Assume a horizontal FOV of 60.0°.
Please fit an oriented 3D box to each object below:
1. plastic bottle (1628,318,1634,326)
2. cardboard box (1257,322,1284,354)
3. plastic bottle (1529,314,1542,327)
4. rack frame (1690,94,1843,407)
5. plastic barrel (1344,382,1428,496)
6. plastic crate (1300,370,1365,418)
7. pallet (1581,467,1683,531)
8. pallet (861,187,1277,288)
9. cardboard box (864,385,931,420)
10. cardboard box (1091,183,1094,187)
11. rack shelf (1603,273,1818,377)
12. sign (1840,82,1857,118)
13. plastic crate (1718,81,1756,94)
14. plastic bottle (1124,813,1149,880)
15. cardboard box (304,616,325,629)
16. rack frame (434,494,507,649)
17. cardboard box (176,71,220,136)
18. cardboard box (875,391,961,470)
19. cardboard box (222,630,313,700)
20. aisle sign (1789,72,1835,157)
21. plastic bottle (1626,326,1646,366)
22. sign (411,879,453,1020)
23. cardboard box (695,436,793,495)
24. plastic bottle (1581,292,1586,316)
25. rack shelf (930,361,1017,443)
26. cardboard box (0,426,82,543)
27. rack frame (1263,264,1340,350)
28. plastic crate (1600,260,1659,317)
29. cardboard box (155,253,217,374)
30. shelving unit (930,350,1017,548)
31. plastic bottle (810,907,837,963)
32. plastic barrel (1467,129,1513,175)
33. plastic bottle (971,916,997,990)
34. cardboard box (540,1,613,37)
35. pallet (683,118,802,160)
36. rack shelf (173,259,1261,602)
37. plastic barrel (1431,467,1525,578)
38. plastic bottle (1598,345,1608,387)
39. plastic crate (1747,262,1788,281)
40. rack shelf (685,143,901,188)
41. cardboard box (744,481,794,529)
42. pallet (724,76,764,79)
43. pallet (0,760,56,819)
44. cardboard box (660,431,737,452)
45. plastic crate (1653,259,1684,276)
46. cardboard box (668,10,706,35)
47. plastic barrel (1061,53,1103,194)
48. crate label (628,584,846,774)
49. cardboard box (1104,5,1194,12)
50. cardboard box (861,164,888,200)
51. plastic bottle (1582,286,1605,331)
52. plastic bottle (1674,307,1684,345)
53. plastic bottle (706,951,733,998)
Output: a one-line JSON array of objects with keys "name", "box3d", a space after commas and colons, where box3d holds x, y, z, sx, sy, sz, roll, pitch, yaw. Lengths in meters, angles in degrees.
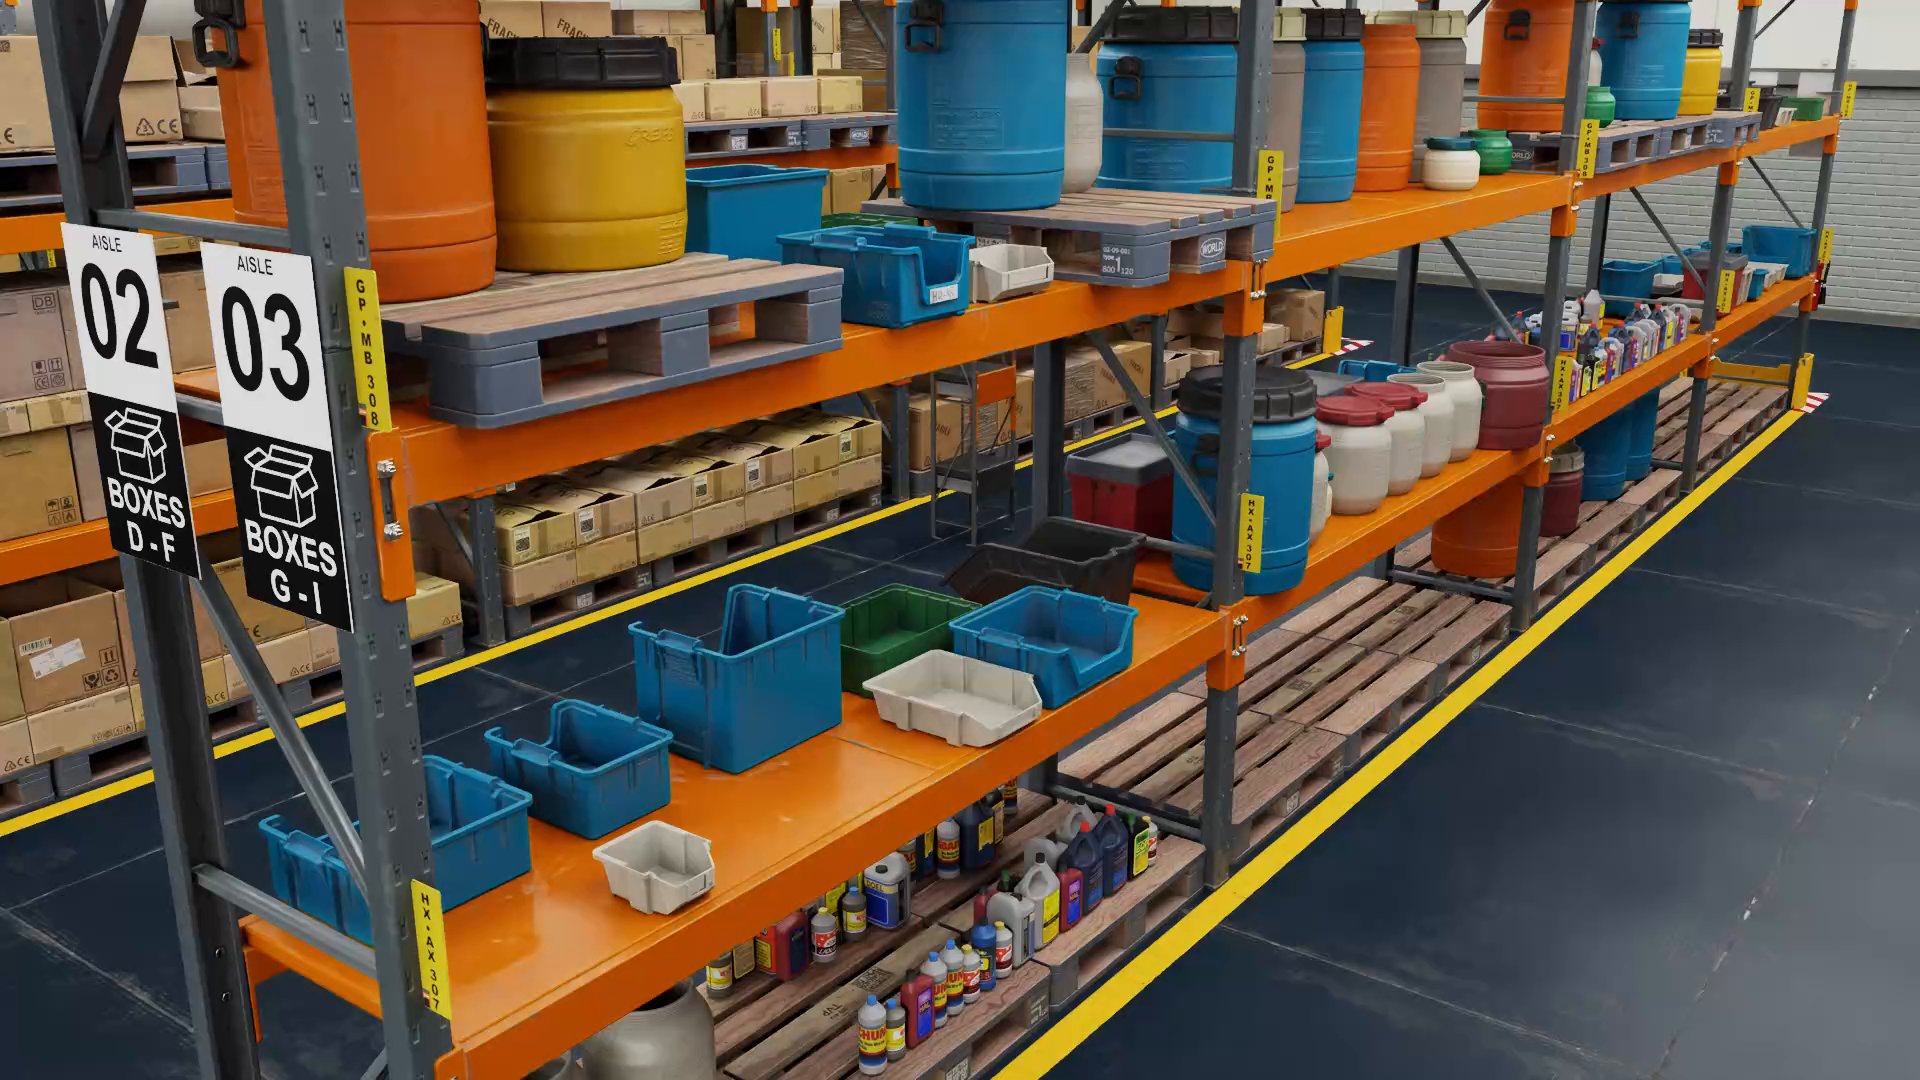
[{"name": "plastic bottle", "box3d": [4.917, -1.499, 12.229, 0.097, 0.271, 0.097, 0, 17, 0]}, {"name": "cardboard box", "box3d": [3.213, -2.233, 18.270, 0.500, 0.250, 0.500, 12, 21, 35]}, {"name": "plastic bottle", "box3d": [4.250, -1.523, 12.299, 0.152, 0.276, 0.135, 12, 21, 35]}, {"name": "rack frame", "box3d": [7.905, -2.853, 16.375, 1.000, 3.000, 0.127, 12, 21, 35]}, {"name": "plastic barrel", "box3d": [2.196, -0.527, 8.654, 0.433, 0.535, 0.433, 0, 17, 0]}, {"name": "plastic crate", "box3d": [1.930, -0.648, 9.164, 0.402, 0.464, 0.583, 12, 21, 35]}, {"name": "pallet", "box3d": [5.028, -0.393, 13.152, 1.003, 0.211, 1.213, 12, 21, 35]}, {"name": "pallet", "box3d": [0.404, -1.149, 6.145, 1.213, 0.211, 1.003, 12, 21, 35]}, {"name": "cardboard box", "box3d": [-0.469, -1.105, 14.217, 0.500, 0.500, 0.500, 13, 22, 37]}, {"name": "cardboard box", "box3d": [1.639, -3.468, 16.500, 0.500, 0.500, 0.500, 13, 21, 35]}, {"name": "rack shelf", "box3d": [6.713, -2.034, 14.947, 1.077, 0.370, 4.000, 12, 21, 35]}, {"name": "sign", "box3d": [8.356, -4.143, 15.645, 0.100, 0.325, 0.005, 12, 21, 35]}, {"name": "plastic crate", "box3d": [6.774, -3.941, 14.923, 0.504, 0.338, 0.767, 12, 21, 35]}, {"name": "plastic bottle", "box3d": [0.733, 1.265, 6.952, 0.061, 0.283, 0.133, 14, 22, 37]}, {"name": "cardboard box", "box3d": [-3.629, 0.149, 9.370, 0.500, 0.500, 0.500, 12, 21, 35]}, {"name": "rack frame", "box3d": [-3.221, -0.871, 9.992, 1.000, 3.000, 0.127, 12, 21, 35]}, {"name": "cardboard box", "box3d": [-4.054, -2.327, 8.827, 0.500, 0.311, 0.500, 11, 20, 32]}, {"name": "cardboard box", "box3d": [-0.337, -0.898, 13.552, 0.500, 0.500, 0.500, 14, 22, 37]}, {"name": "cardboard box", "box3d": [-3.914, 0.629, 9.088, 0.500, 0.250, 0.500, 12, 21, 35]}, {"name": "aisle sign", "box3d": [8.183, -4.060, 15.877, 0.394, 0.787, 0.004, 12, 21, 35]}, {"name": "plastic bottle", "box3d": [4.810, -1.396, 11.891, 0.152, 0.276, 0.135, 12, 21, 35]}, {"name": "sign", "box3d": [-1.189, 0.923, 3.745, 0.100, 0.325, 0.005, 12, 21, 35]}, {"name": "cardboard box", "box3d": [-1.559, -0.566, 11.993, 0.500, 0.311, 0.500, 12, 21, 34]}, {"name": "plastic bottle", "box3d": [4.961, -1.833, 13.285, 0.061, 0.283, 0.133, 12, 21, 35]}, {"name": "rack shelf", "box3d": [0.099, -1.029, 12.063, 0.431, 0.518, 0.480, 12, 21, 35]}, {"name": "cardboard box", "box3d": [-4.706, -0.319, 8.043, 0.700, 0.500, 0.500, 13, 21, 35]}, {"name": "rack frame", "box3d": [3.929, -3.730, 19.196, 1.000, 3.000, 0.127, 12, 21, 35]}, {"name": "plastic crate", "box3d": [5.526, -2.093, 13.852, 0.392, 0.384, 0.575, 12, 21, 35]}, {"name": "cardboard box", "box3d": [-4.079, -1.192, 8.669, 0.700, 0.500, 0.500, 12, 21, 35]}, {"name": "shelving unit", "box3d": [0.099, -1.042, 12.059, 0.431, 2.100, 0.503, 12, 21, 35]}, {"name": "plastic bottle", "box3d": [-0.520, 1.498, 6.338, 0.097, 0.201, 0.097, 0, 17, 0]}, {"name": "plastic barrel", "box3d": [3.032, -2.238, 9.598, 0.294, 0.245, 0.294, 0, 17, 0]}, {"name": "plastic bottle", "box3d": [0.087, 1.520, 6.151, 0.097, 0.271, 0.097, 0, 17, 0]}, {"name": "cardboard box", "box3d": [-2.501, -3.071, 10.297, 0.500, 0.500, 0.500, 15, 23, 40]}, {"name": "pallet", "box3d": [-1.834, -2.722, 11.213, 1.003, 0.211, 1.213, 14, 22, 37]}, {"name": "rack shelf", "box3d": [-0.437, -0.608, 5.299, 1.077, 0.370, 4.000, 12, 21, 35]}, {"name": "plastic barrel", "box3d": [3.416, -0.232, 10.883, 0.600, 0.830, 0.708, 12, 21, 35]}, {"name": "plastic bottle", "box3d": [4.297, -1.175, 11.188, 0.097, 0.271, 0.097, 0, 17, 0]}, {"name": "plastic crate", "box3d": [7.564, -2.530, 15.676, 0.396, 0.136, 0.243, 12, 21, 35]}, {"name": "rack shelf", "box3d": [-2.029, -2.437, 11.188, 1.077, 0.370, 4.000, 12, 21, 35]}, {"name": "cardboard box", "box3d": [-1.561, -0.301, 12.082, 0.500, 0.250, 0.500, 13, 21, 36]}, {"name": "pallet", "box3d": [-1.939, -5.235, 19.134, 1.003, 0.211, 1.213, 12, 21, 35]}, {"name": "pallet", "box3d": [-5.182, 1.223, 7.948, 1.003, 0.211, 1.213, 12, 21, 35]}, {"name": "cardboard box", "box3d": [-1.997, -0.659, 12.290, 0.500, 0.311, 0.500, 12, 21, 33]}, {"name": "plastic crate", "box3d": [6.530, -2.416, 15.148, 0.416, 0.233, 0.300, 12, 21, 35]}, {"name": "cardboard box", "box3d": [-3.064, -5.513, 17.708, 0.500, 0.250, 0.500, 14, 22, 39]}, {"name": "plastic barrel", "box3d": [0.341, -1.614, 6.429, 0.421, 0.512, 0.421, 0, 17, 0]}, {"name": "crate label", "box3d": [-0.749, 0.454, 5.663, 0.502, 0.435, 0.616, 12, 21, 35]}, {"name": "cardboard box", "box3d": [1.805, -4.857, 15.915, 0.700, 0.500, 0.500, 12, 21, 35]}, {"name": "cardboard box", "box3d": [-1.233, -4.269, 20.427, 0.980, 0.700, 0.700, 11, 20, 32]}, {"name": "plastic bottle", "box3d": [5.028, -1.841, 13.197, 0.144, 0.351, 0.185, 12, 21, 35]}, {"name": "plastic bottle", "box3d": [5.445, -1.631, 12.634, 0.061, 0.283, 0.133, 12, 21, 35]}, {"name": "plastic bottle", "box3d": [-0.886, 1.569, 6.111, 0.097, 0.201, 0.097, 0, 17, 0]}]
